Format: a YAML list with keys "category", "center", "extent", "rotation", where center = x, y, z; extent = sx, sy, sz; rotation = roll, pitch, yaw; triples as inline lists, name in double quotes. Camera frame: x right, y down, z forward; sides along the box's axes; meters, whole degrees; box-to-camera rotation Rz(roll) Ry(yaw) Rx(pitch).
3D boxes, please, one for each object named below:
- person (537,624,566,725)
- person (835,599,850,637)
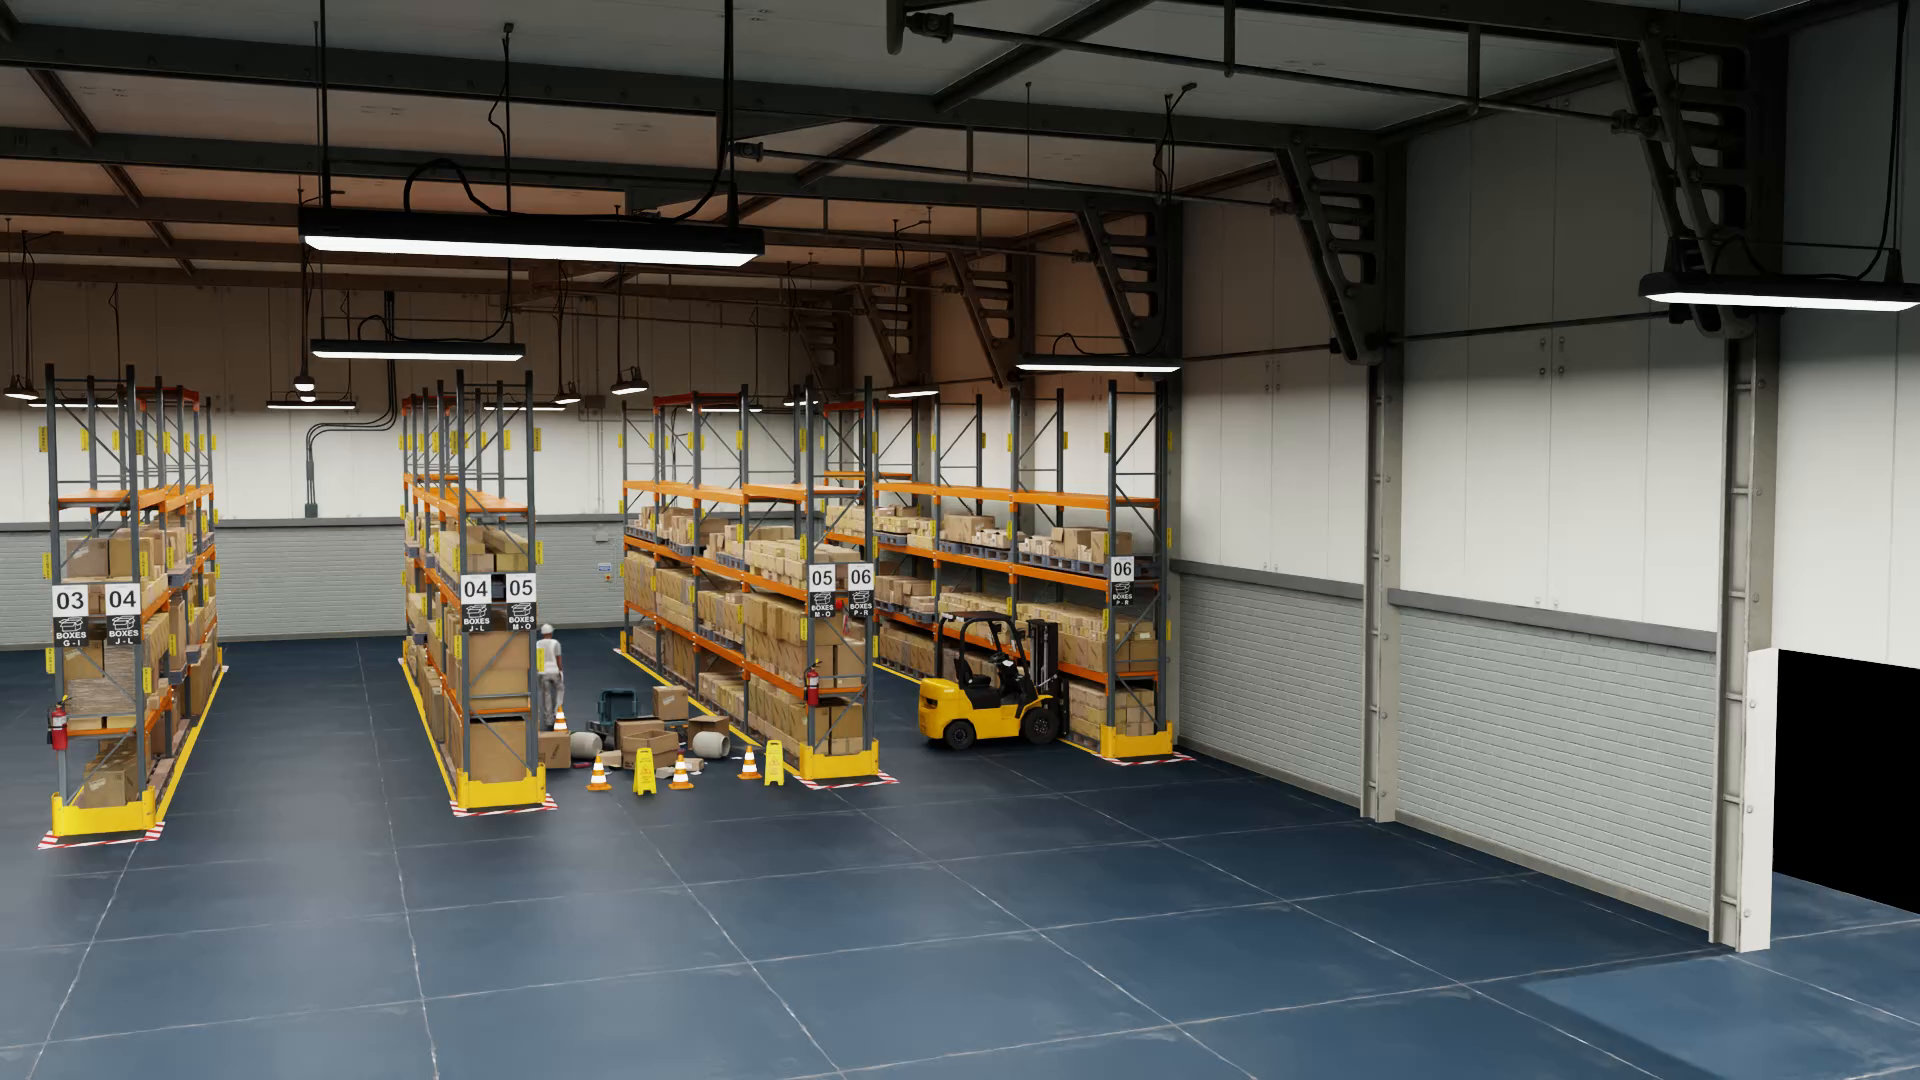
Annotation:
- category: "person"
  center: [-7.302, 2.375, 29.534]
  extent: [0.568, 1.769, 0.466]
  rotation: [-1, 3, -11]
- category: "person"
  center: [-2.429, 2.040, 32.465]
  extent: [0.593, 1.768, 0.507]
  rotation: [-1, 4, -21]
